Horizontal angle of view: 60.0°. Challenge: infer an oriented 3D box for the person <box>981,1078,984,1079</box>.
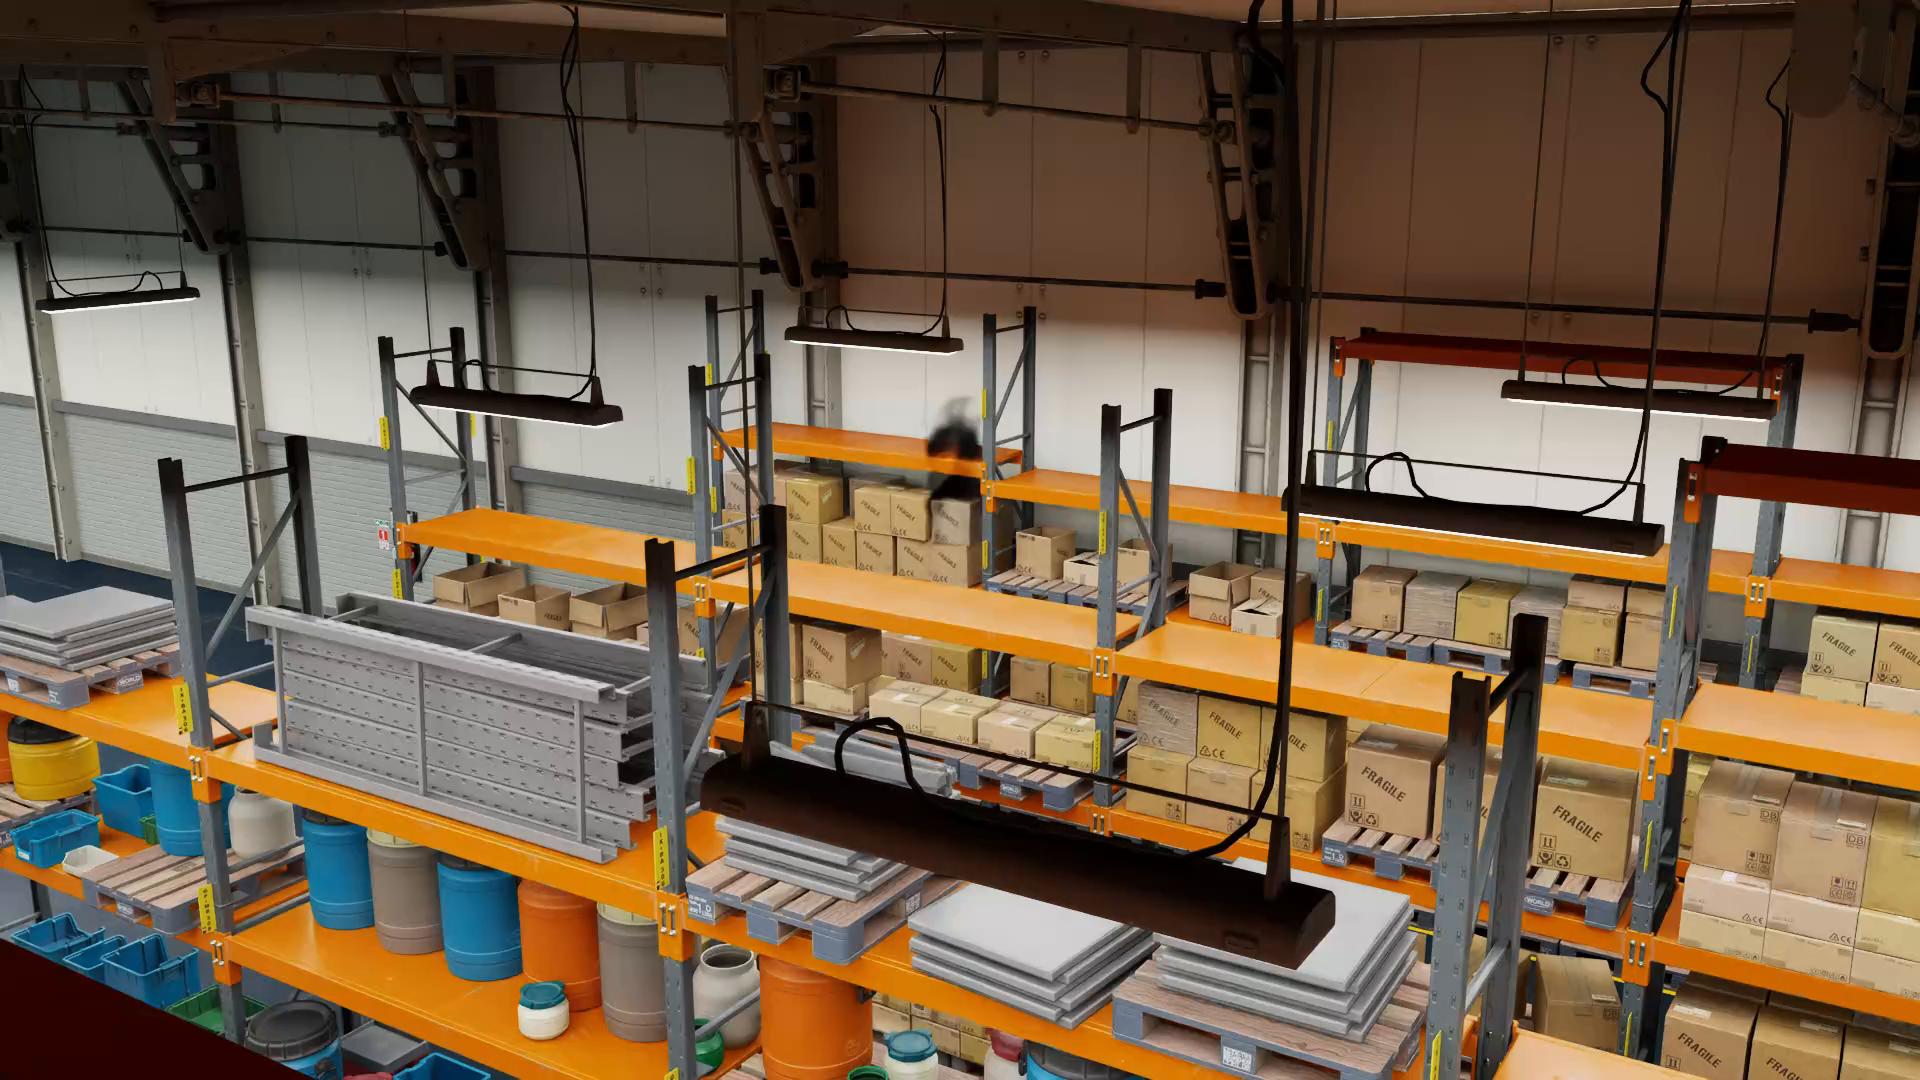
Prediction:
[{"bbox_3d":[0.220,4.505,11.782,0.565,1.547,0.534,7,16,27],"label":"person"}]
